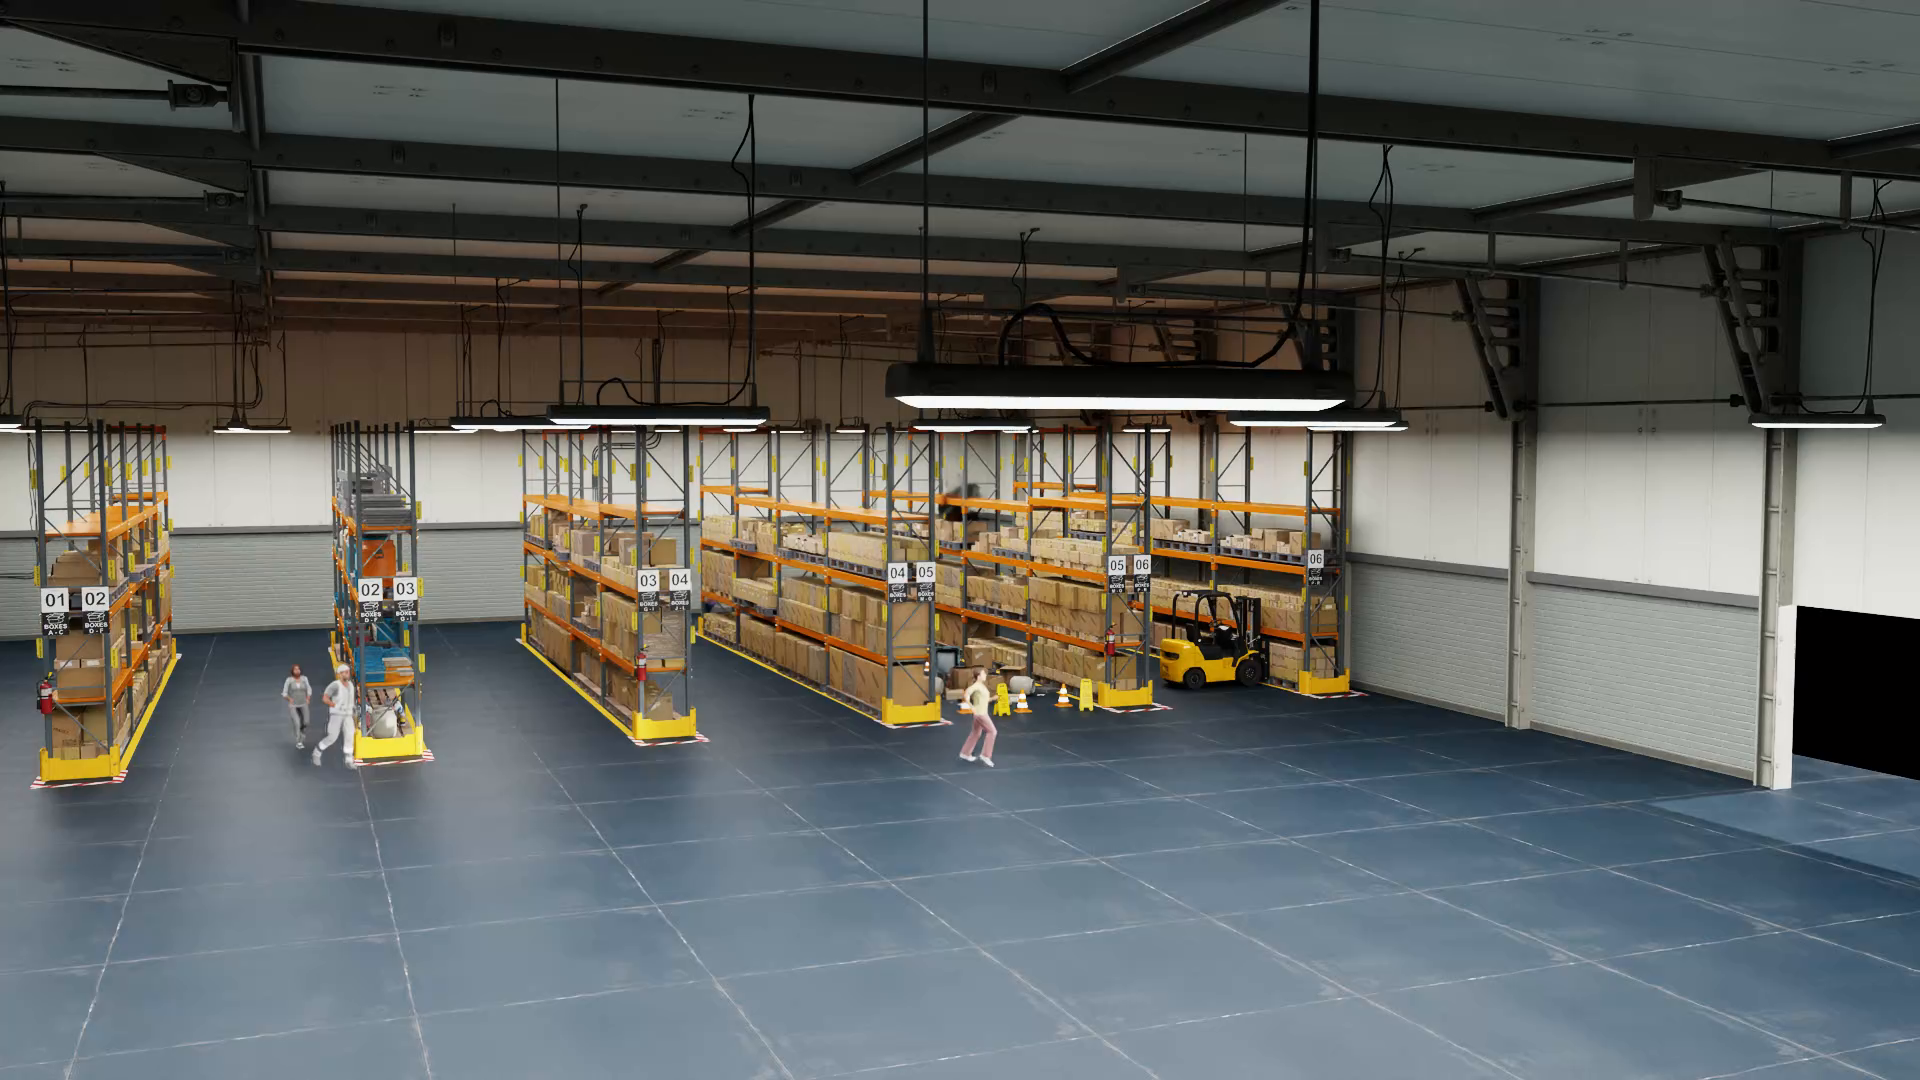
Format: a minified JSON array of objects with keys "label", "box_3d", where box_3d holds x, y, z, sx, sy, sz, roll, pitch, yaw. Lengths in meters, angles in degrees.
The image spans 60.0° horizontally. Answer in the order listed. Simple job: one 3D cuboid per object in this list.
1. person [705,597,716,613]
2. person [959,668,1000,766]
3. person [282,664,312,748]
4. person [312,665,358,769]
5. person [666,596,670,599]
[{"label":"person","box_3d":[-7.421,1.876,49.277,0.497,1.549,0.574,-3,5,-41]},{"label":"person","box_3d":[0.336,3.088,28.954,0.723,1.700,0.543,0,4,6]},{"label":"person","box_3d":[-12.117,3.042,30.438,0.512,1.552,0.530,-2,4,-31]},{"label":"person","box_3d":[-10.640,3.032,28.678,0.986,1.755,0.717,2,4,30]},{"label":"person","box_3d":[-8.409,1.851,48.894,0.674,1.736,0.790,-2,4,-26]}]
